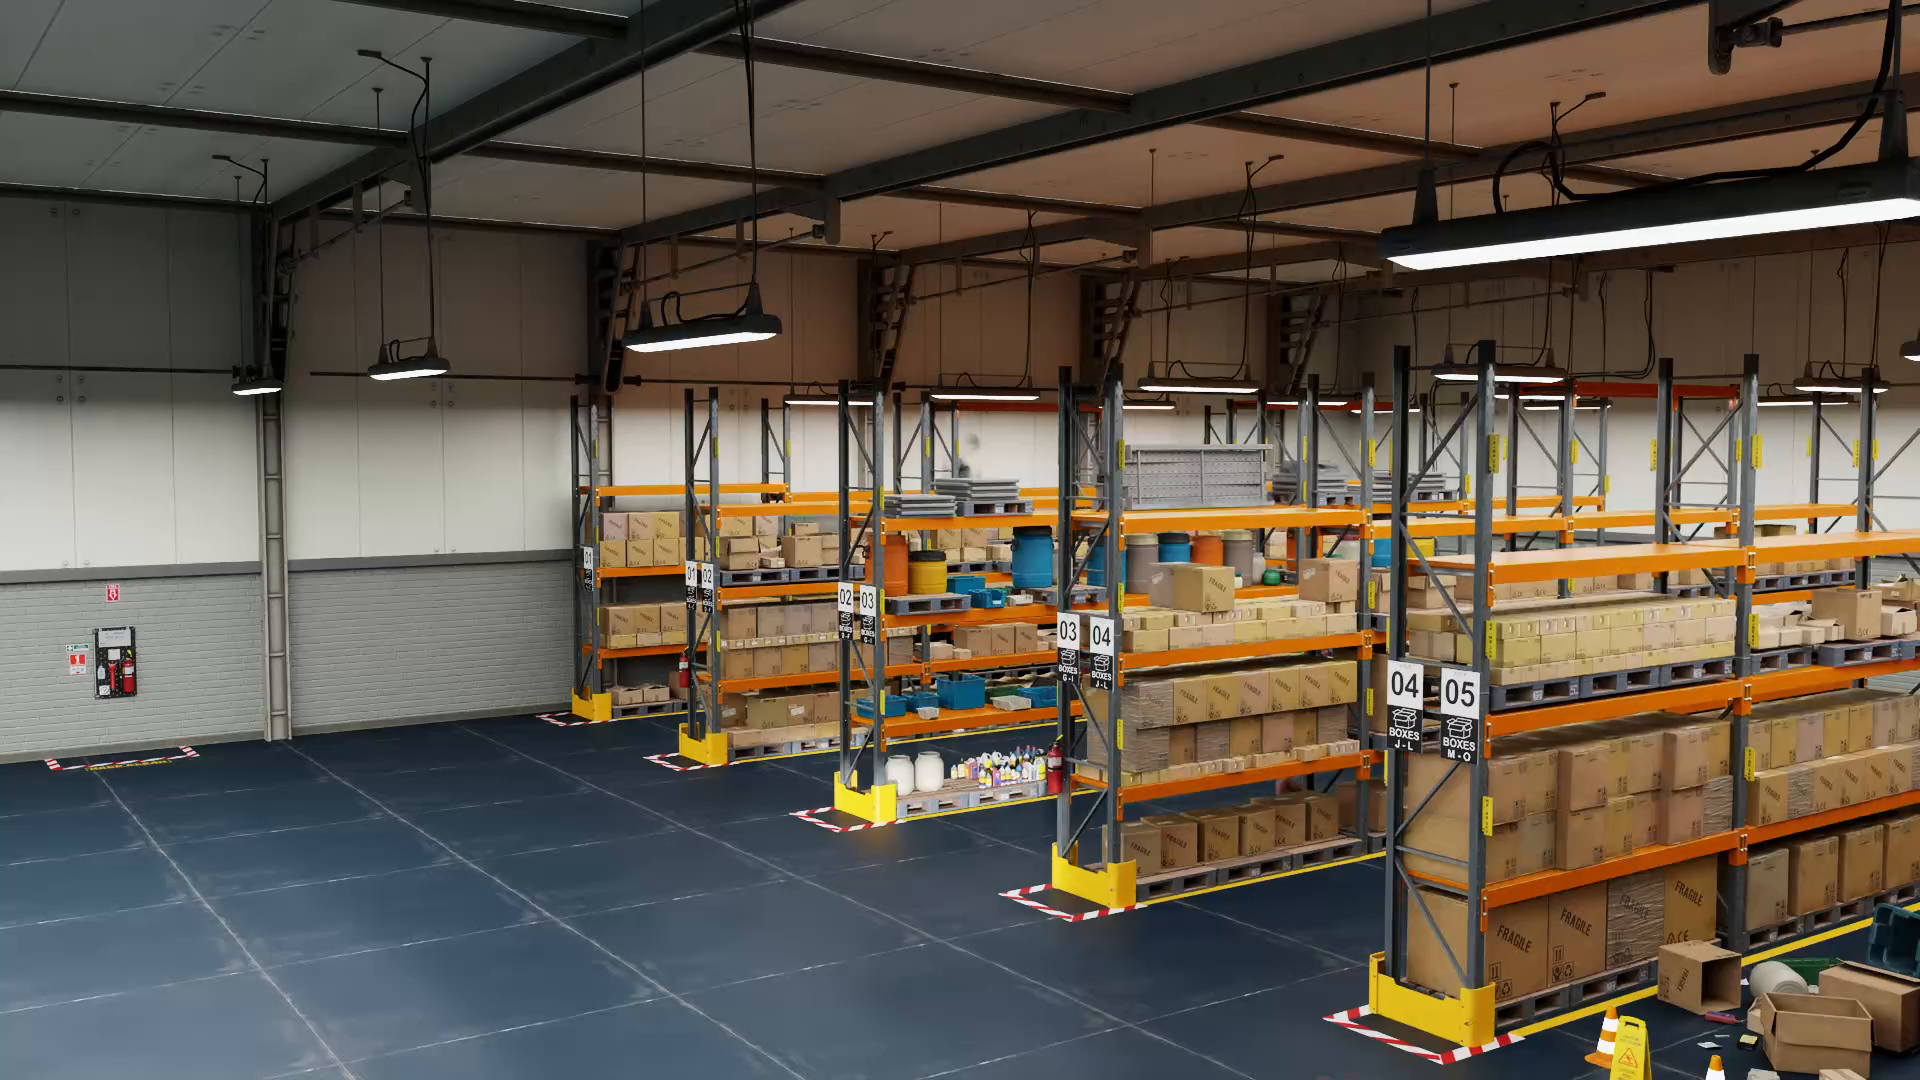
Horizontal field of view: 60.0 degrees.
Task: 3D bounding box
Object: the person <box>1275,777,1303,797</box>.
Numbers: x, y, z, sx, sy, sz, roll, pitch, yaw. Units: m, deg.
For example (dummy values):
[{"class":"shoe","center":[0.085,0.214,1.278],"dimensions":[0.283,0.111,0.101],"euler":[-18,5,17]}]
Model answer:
[{"class":"person","center":[4.483,2.964,22.751],"dimensions":[0.926,1.656,0.562],"euler":[-3,5,-42]}]
